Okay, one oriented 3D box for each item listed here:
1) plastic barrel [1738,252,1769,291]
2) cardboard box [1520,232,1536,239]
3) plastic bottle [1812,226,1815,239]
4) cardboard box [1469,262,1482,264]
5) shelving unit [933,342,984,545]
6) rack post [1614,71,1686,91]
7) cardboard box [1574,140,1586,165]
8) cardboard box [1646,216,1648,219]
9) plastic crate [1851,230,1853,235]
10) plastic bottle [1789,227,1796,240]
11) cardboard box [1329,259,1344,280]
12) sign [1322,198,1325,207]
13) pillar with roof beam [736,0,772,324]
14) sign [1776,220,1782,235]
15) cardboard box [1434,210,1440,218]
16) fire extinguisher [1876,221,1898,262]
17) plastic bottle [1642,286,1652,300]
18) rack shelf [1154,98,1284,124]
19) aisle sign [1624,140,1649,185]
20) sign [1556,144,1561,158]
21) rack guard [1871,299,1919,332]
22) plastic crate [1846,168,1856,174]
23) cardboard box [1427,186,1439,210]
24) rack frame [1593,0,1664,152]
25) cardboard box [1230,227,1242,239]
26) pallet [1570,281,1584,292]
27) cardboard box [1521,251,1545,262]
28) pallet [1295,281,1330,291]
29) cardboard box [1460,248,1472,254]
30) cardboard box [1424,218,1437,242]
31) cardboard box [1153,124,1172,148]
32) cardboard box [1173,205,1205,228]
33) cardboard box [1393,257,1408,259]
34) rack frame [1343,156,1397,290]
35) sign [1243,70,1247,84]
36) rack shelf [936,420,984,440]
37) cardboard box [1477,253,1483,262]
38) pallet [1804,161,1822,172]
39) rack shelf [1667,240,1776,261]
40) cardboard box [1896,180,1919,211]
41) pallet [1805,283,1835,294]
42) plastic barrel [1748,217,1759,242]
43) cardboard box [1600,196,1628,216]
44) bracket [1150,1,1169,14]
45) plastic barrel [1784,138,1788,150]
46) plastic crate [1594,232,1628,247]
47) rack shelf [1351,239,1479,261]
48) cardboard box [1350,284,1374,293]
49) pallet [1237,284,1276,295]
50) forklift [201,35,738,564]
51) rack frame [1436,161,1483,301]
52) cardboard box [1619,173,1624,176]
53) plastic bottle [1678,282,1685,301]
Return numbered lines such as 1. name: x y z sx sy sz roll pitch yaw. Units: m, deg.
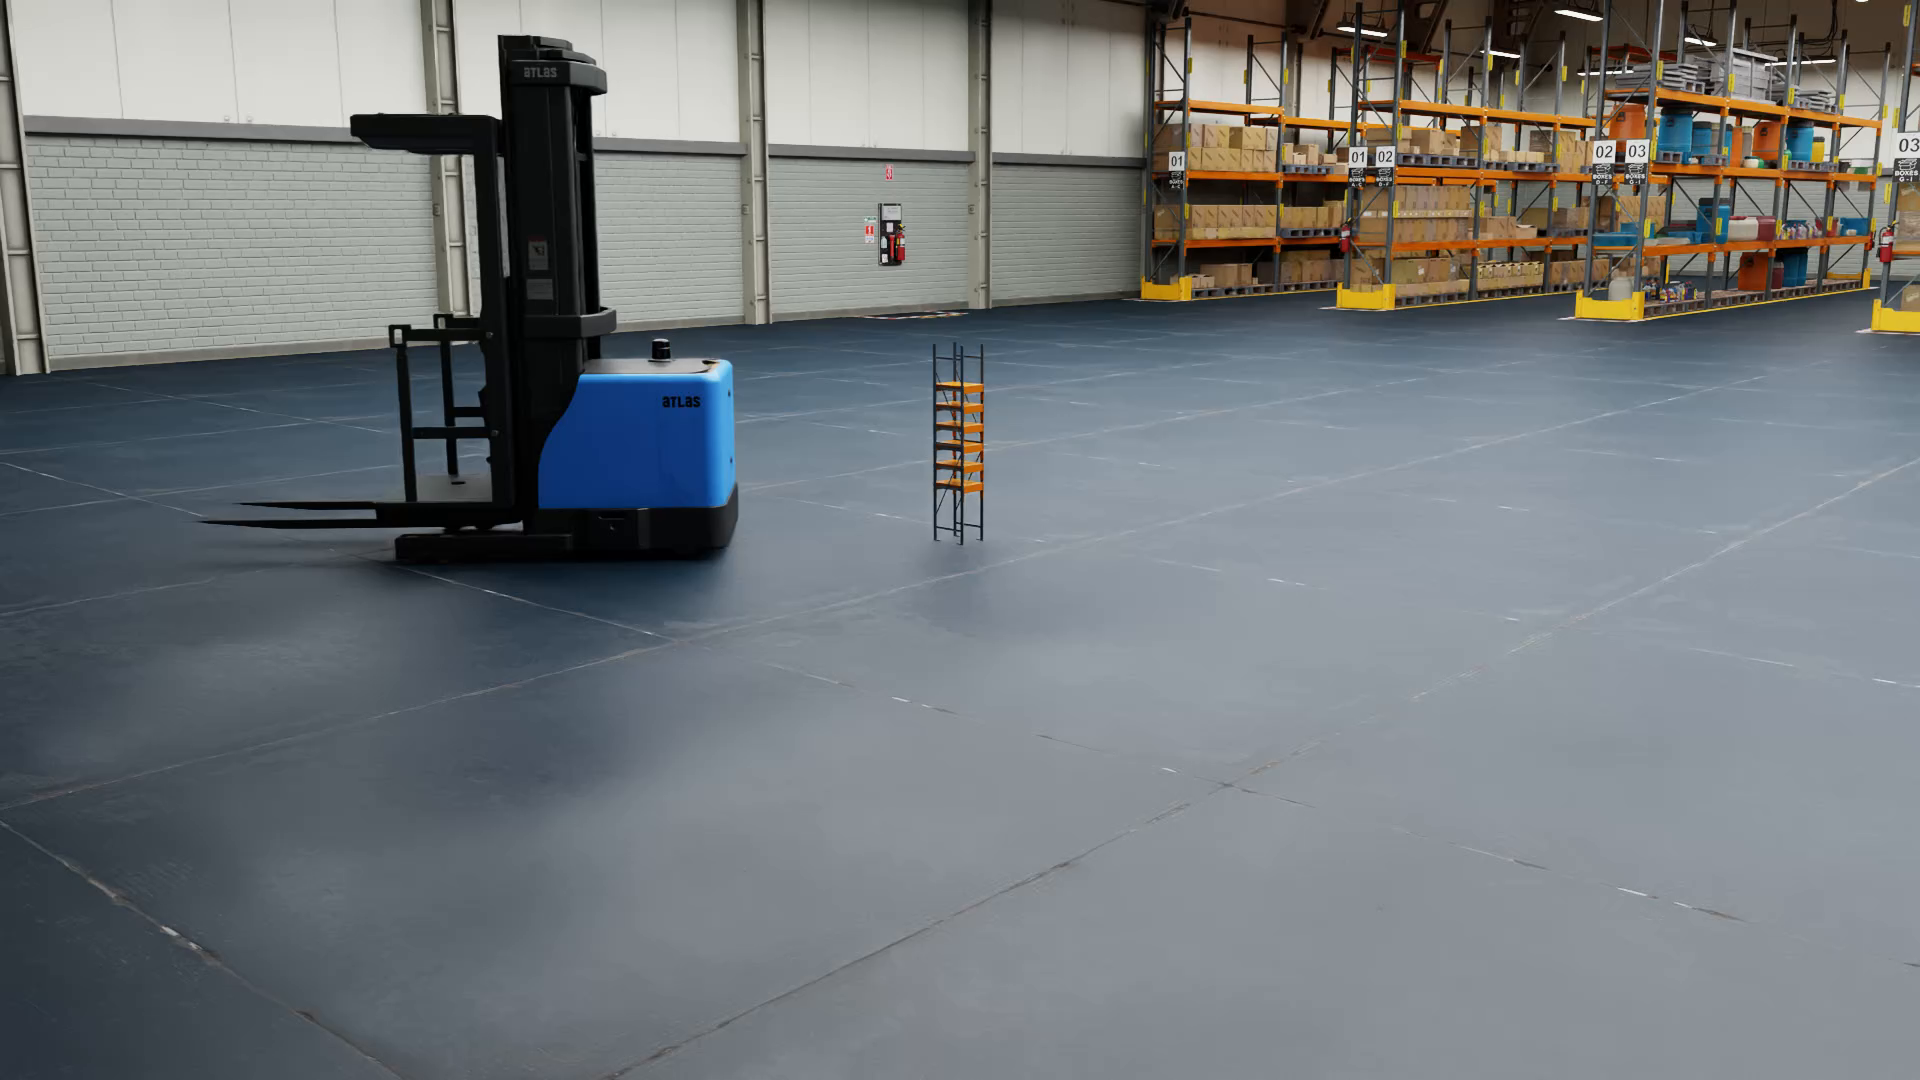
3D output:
1. plastic barrel: 17.581 -5.954 36.833 0.600 0.830 0.708 10 15 40
2. cardboard box: 13.166 -7.088 38.683 0.380 0.149 0.250 10 15 40
3. plastic bottle: 19.776 -7.130 38.549 0.061 0.283 0.133 10 15 40
4. cardboard box: 11.969 -6.244 38.331 0.500 0.311 0.500 10 15 40
5. shelving unit: -0.010 -0.586 10.083 0.258 1.200 0.189 10 15 40
6. rack post: 12.585 -8.353 30.333 0.954 0.300 0.937 -10 15 -41
7. cardboard box: 14.927 -9.482 40.784 0.600 0.600 0.600 9 14 38
8. cardboard box: 17.736 -8.281 43.757 0.500 0.500 0.500 9 15 40
9. plastic crate: 21.947 -7.631 41.281 0.396 0.136 0.243 10 15 40
10. plastic bottle: 18.715 -6.903 37.433 0.152 0.276 0.135 10 15 40
11. cardboard box: 9.393 -6.897 42.341 0.700 0.500 0.500 10 15 41
12. sign: 9.410 -8.658 42.947 0.100 0.325 0.005 10 15 40
13. pillar with roof beam: -0.327 -7.677 25.672 9.100 9.000 0.400 10 15 40
14. sign: 17.689 -6.748 35.923 0.100 0.325 0.005 10 15 40
15. cardboard box: 9.881 -6.864 35.009 0.380 0.149 0.250 10 15 42
16. fire extinguisher: 15.289 -4.926 27.413 0.296 0.674 0.183 10 15 40
17. plastic bottle: 13.509 -4.859 32.712 0.152 0.276 0.135 10 15 40
18. rack shelf: 5.868 -9.724 37.767 1.077 0.370 4.000 10 15 40
19. aisle sign: 12.163 -6.788 29.900 0.394 0.787 0.004 10 15 40
20. sign: 13.964 -9.070 38.782 0.100 0.325 0.005 10 15 40
21. rack guard: 15.761 -3.706 27.492 1.175 0.500 0.348 10 15 40
22. plastic crate: 21.374 -8.921 40.232 0.437 0.136 0.530 10 15 40
23. cardboard box: 9.630 -7.188 34.976 0.700 0.500 0.500 10 15 40
24. rack frame: 11.990 -8.503 29.810 1.000 3.000 0.127 10 15 40
25. cardboard box: 6.117 -7.036 38.111 0.500 0.250 0.500 10 15 41
26. pallet: 14.879 -6.296 41.192 1.003 0.211 1.213 10 15 40
27. cardboard box: 14.028 -6.914 40.513 0.500 0.250 0.500 11 15 42
28. pallet: 8.507 -6.358 41.507 1.003 0.211 1.213 10 15 40
29. cardboard box: 14.607 -8.298 47.755 0.380 0.149 0.250 10 15 42
30. cardboard box: 9.609 -6.547 35.074 0.700 0.500 0.500 10 15 42
31. cardboard box: 4.636 -8.960 36.894 0.500 0.500 0.500 11 15 43
32. cardboard box: 5.089 -7.178 36.907 0.500 0.500 0.500 10 15 40
33. cardboard box: 9.382 -5.767 35.462 0.500 0.500 0.500 10 15 40
34. rack frame: 8.272 -6.202 33.606 1.000 3.000 0.127 10 15 40
35. sign: 6.768 -10.979 39.417 0.100 0.325 0.005 10 15 40
36. rack shelf: -0.010 -0.660 10.068 0.258 0.103 0.180 10 15 40
37. cardboard box: 14.723 -8.061 48.219 0.700 0.500 0.500 10 15 40
38. pallet: 18.721 -8.410 37.483 1.003 0.211 1.213 10 15 40
39. rack shelf: 15.951 -6.091 34.887 1.077 0.370 4.000 10 15 40
40. cardboard box: 15.888 -5.719 27.619 0.500 0.500 0.500 10 15 40
41. pallet: 20.368 -6.073 40.076 1.003 0.211 1.213 10 15 40
42. plastic barrel: 16.752 -6.614 35.383 0.421 0.512 0.421 0 11 0
43. cardboard box: 16.715 -8.540 42.503 0.500 0.500 0.500 10 15 42
44. bracket: 4.353 -11.657 36.410 0.235 0.232 0.430 10 15 40
45. plastic barrel: 18.328 -8.762 37.345 0.433 0.535 0.433 0 11 0
46. plastic crate: 12.096 -5.601 30.974 0.499 0.251 0.616 10 15 40
47. rack shelf: 9.592 -6.144 35.150 1.077 0.370 4.000 10 15 40
48. cardboard box: 8.404 -5.177 34.421 0.500 0.250 0.500 10 15 40
49. pallet: 6.772 -5.960 39.512 1.003 0.211 1.213 10 15 40
50. forklift: -2.893 -1.407 9.770 3.031 2.935 1.130 -1 11 -3
51. rack frame: 10.912 -6.791 36.553 1.000 3.000 0.127 10 15 40
52. cardboard box: 16.700 -9.405 42.365 0.500 0.250 0.500 10 15 40
53. plastic bottle: 14.082 -4.859 32.520 0.144 0.351 0.185 10 15 40
